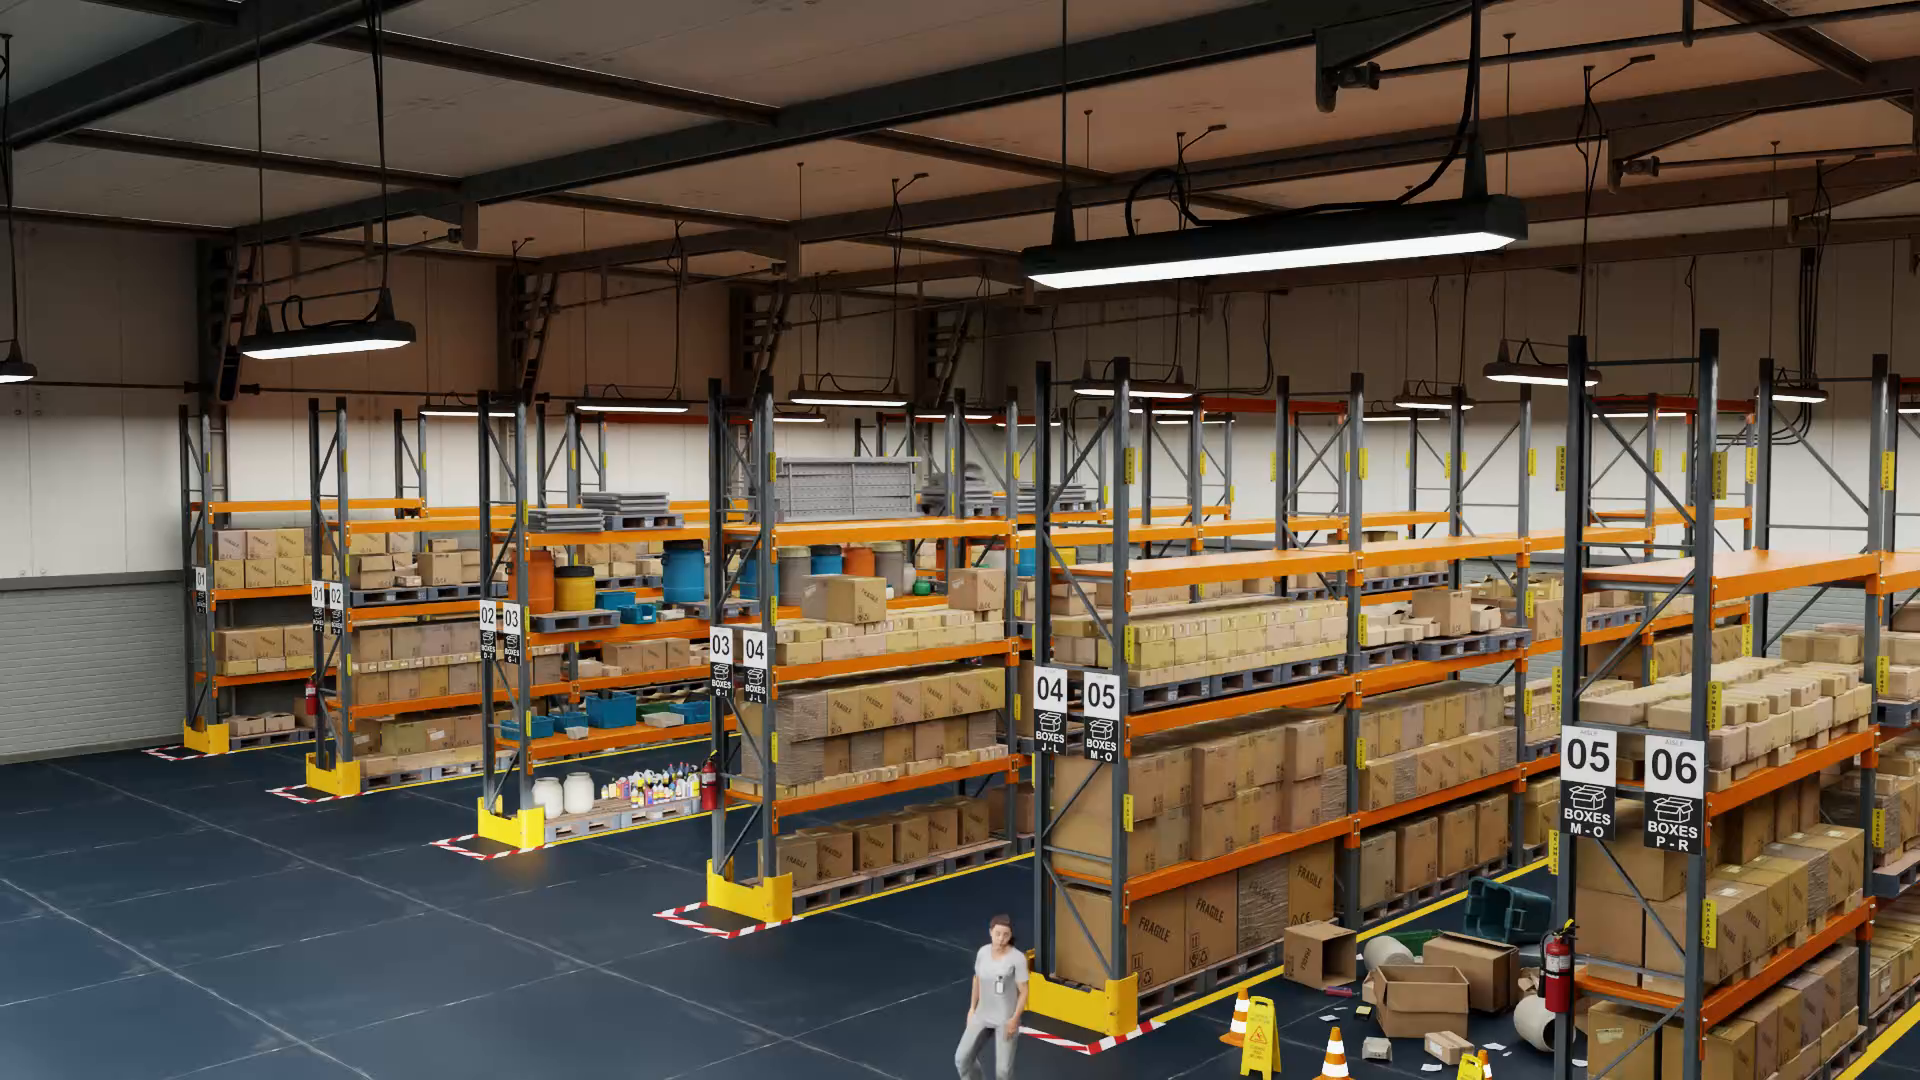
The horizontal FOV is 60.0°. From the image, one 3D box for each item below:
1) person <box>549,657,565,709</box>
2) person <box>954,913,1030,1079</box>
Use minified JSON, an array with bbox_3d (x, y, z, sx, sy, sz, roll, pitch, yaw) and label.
[{"bbox_3d":[-7.834,2.721,31.761,0.489,1.559,0.808,0,3,9],"label":"person"},{"bbox_3d":[0.207,3.678,12.742,0.707,1.662,0.568,1,3,24],"label":"person"}]
